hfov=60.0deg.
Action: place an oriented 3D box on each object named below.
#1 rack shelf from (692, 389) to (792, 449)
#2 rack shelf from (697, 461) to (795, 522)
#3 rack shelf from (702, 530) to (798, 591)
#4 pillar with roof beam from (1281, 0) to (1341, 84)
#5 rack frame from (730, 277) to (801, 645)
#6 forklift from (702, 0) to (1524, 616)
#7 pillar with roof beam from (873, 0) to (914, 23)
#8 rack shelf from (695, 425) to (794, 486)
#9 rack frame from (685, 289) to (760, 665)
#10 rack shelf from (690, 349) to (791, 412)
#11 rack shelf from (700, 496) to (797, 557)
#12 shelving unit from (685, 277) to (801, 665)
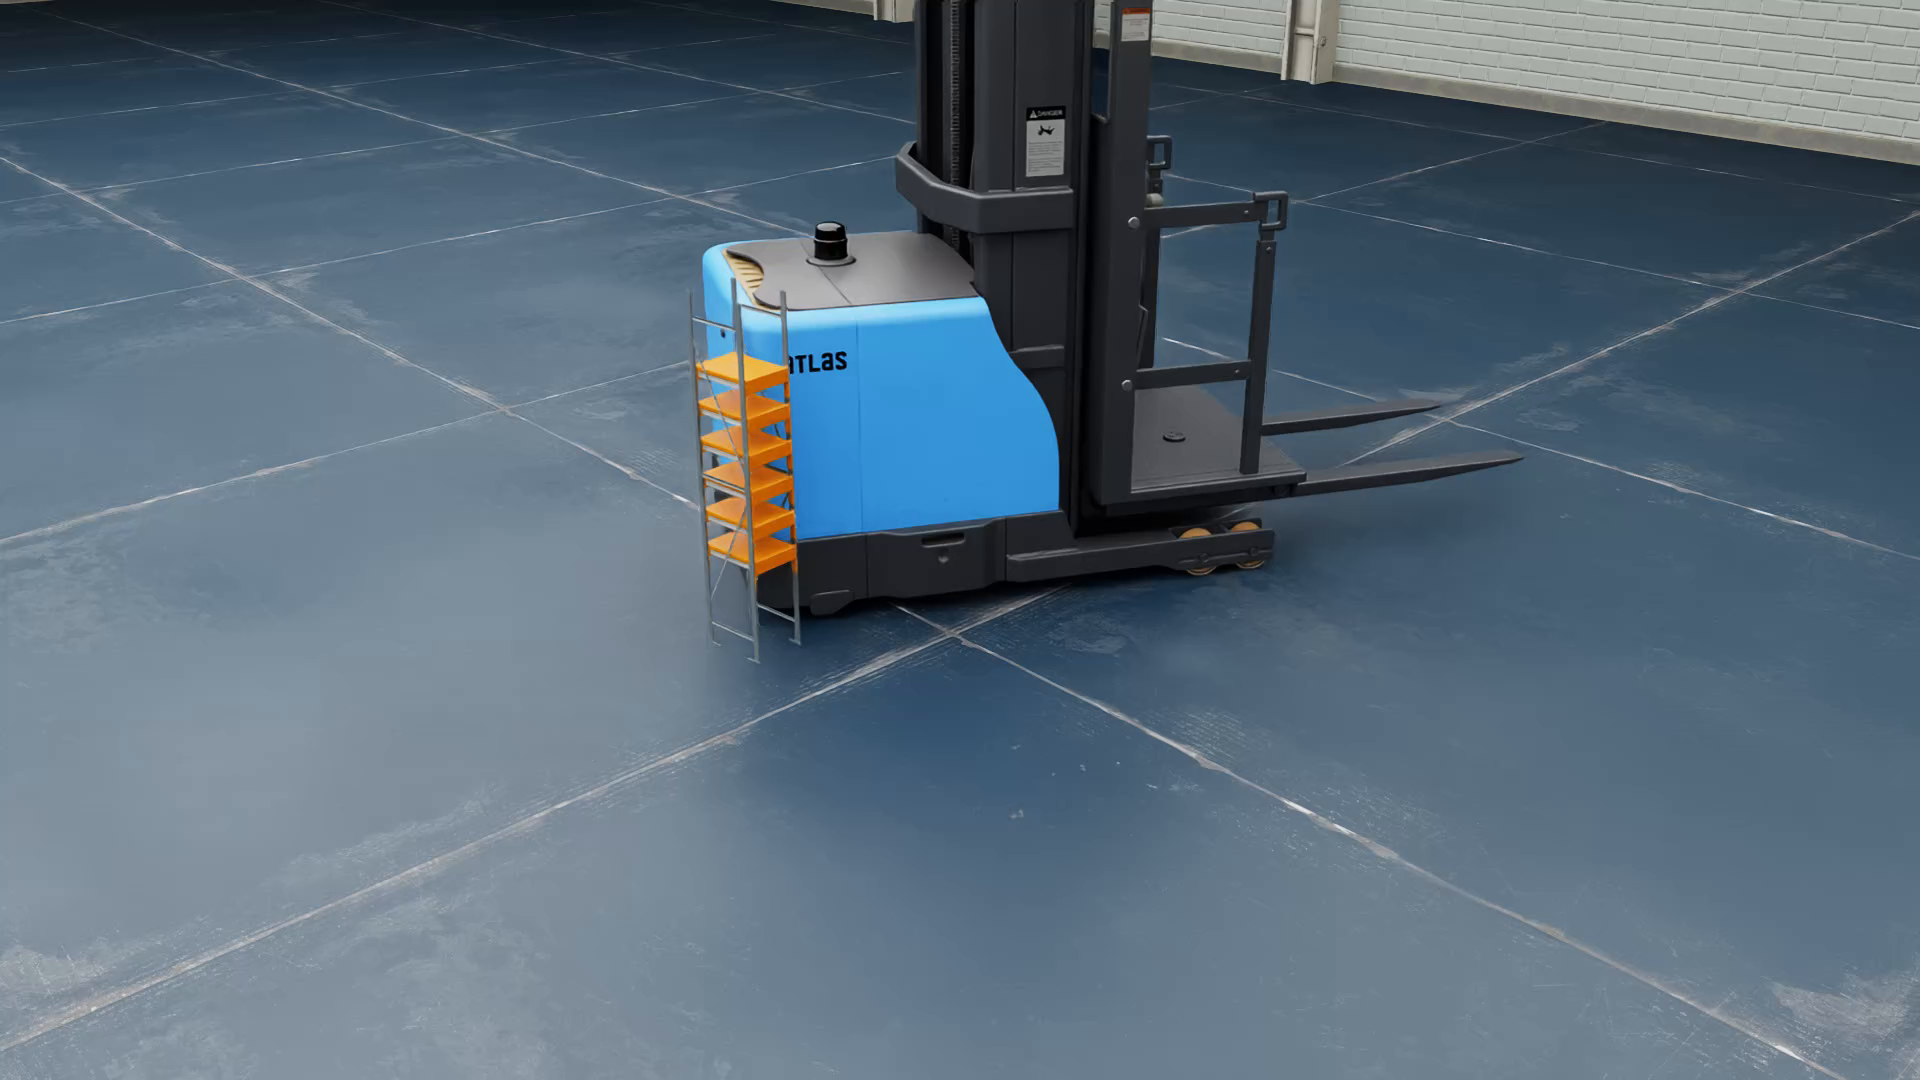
[{"bbox_3d":[-0.677,-0.383,5.171,0.258,0.103,0.180,19,31,36],"label":"rack shelf"},{"bbox_3d":[-0.677,-0.164,5.270,0.258,0.103,0.180,19,31,36],"label":"rack shelf"},{"bbox_3d":[-0.678,0.054,5.369,0.258,0.103,0.180,19,31,36],"label":"rack shelf"},{"bbox_3d":[0.170,-7.264,11.332,9.100,9.000,0.400,-21,32,-38],"label":"pillar with roof beam"},{"bbox_3d":[-0.618,-0.233,5.315,0.240,1.200,0.006,19,31,36],"label":"rack frame"},{"bbox_3d":[0.633,-1.409,5.807,3.031,2.935,1.130,-7,25,-15],"label":"forklift"},{"bbox_3d":[-3.931,-9.082,15.316,9.100,9.000,0.400,-21,32,-38],"label":"pillar with roof beam"},{"bbox_3d":[-0.677,-0.274,5.221,0.258,0.103,0.180,19,31,36],"label":"rack shelf"},{"bbox_3d":[-0.737,-0.176,5.189,0.240,1.200,0.006,19,31,36],"label":"rack frame"},{"bbox_3d":[-0.677,-0.492,5.122,0.258,0.103,0.180,19,31,36],"label":"rack shelf"},{"bbox_3d":[-0.678,-0.055,5.320,0.258,0.103,0.180,19,31,36],"label":"rack shelf"},{"bbox_3d":[-0.677,-0.205,5.252,0.258,1.200,0.189,19,31,36],"label":"shelving unit"}]
